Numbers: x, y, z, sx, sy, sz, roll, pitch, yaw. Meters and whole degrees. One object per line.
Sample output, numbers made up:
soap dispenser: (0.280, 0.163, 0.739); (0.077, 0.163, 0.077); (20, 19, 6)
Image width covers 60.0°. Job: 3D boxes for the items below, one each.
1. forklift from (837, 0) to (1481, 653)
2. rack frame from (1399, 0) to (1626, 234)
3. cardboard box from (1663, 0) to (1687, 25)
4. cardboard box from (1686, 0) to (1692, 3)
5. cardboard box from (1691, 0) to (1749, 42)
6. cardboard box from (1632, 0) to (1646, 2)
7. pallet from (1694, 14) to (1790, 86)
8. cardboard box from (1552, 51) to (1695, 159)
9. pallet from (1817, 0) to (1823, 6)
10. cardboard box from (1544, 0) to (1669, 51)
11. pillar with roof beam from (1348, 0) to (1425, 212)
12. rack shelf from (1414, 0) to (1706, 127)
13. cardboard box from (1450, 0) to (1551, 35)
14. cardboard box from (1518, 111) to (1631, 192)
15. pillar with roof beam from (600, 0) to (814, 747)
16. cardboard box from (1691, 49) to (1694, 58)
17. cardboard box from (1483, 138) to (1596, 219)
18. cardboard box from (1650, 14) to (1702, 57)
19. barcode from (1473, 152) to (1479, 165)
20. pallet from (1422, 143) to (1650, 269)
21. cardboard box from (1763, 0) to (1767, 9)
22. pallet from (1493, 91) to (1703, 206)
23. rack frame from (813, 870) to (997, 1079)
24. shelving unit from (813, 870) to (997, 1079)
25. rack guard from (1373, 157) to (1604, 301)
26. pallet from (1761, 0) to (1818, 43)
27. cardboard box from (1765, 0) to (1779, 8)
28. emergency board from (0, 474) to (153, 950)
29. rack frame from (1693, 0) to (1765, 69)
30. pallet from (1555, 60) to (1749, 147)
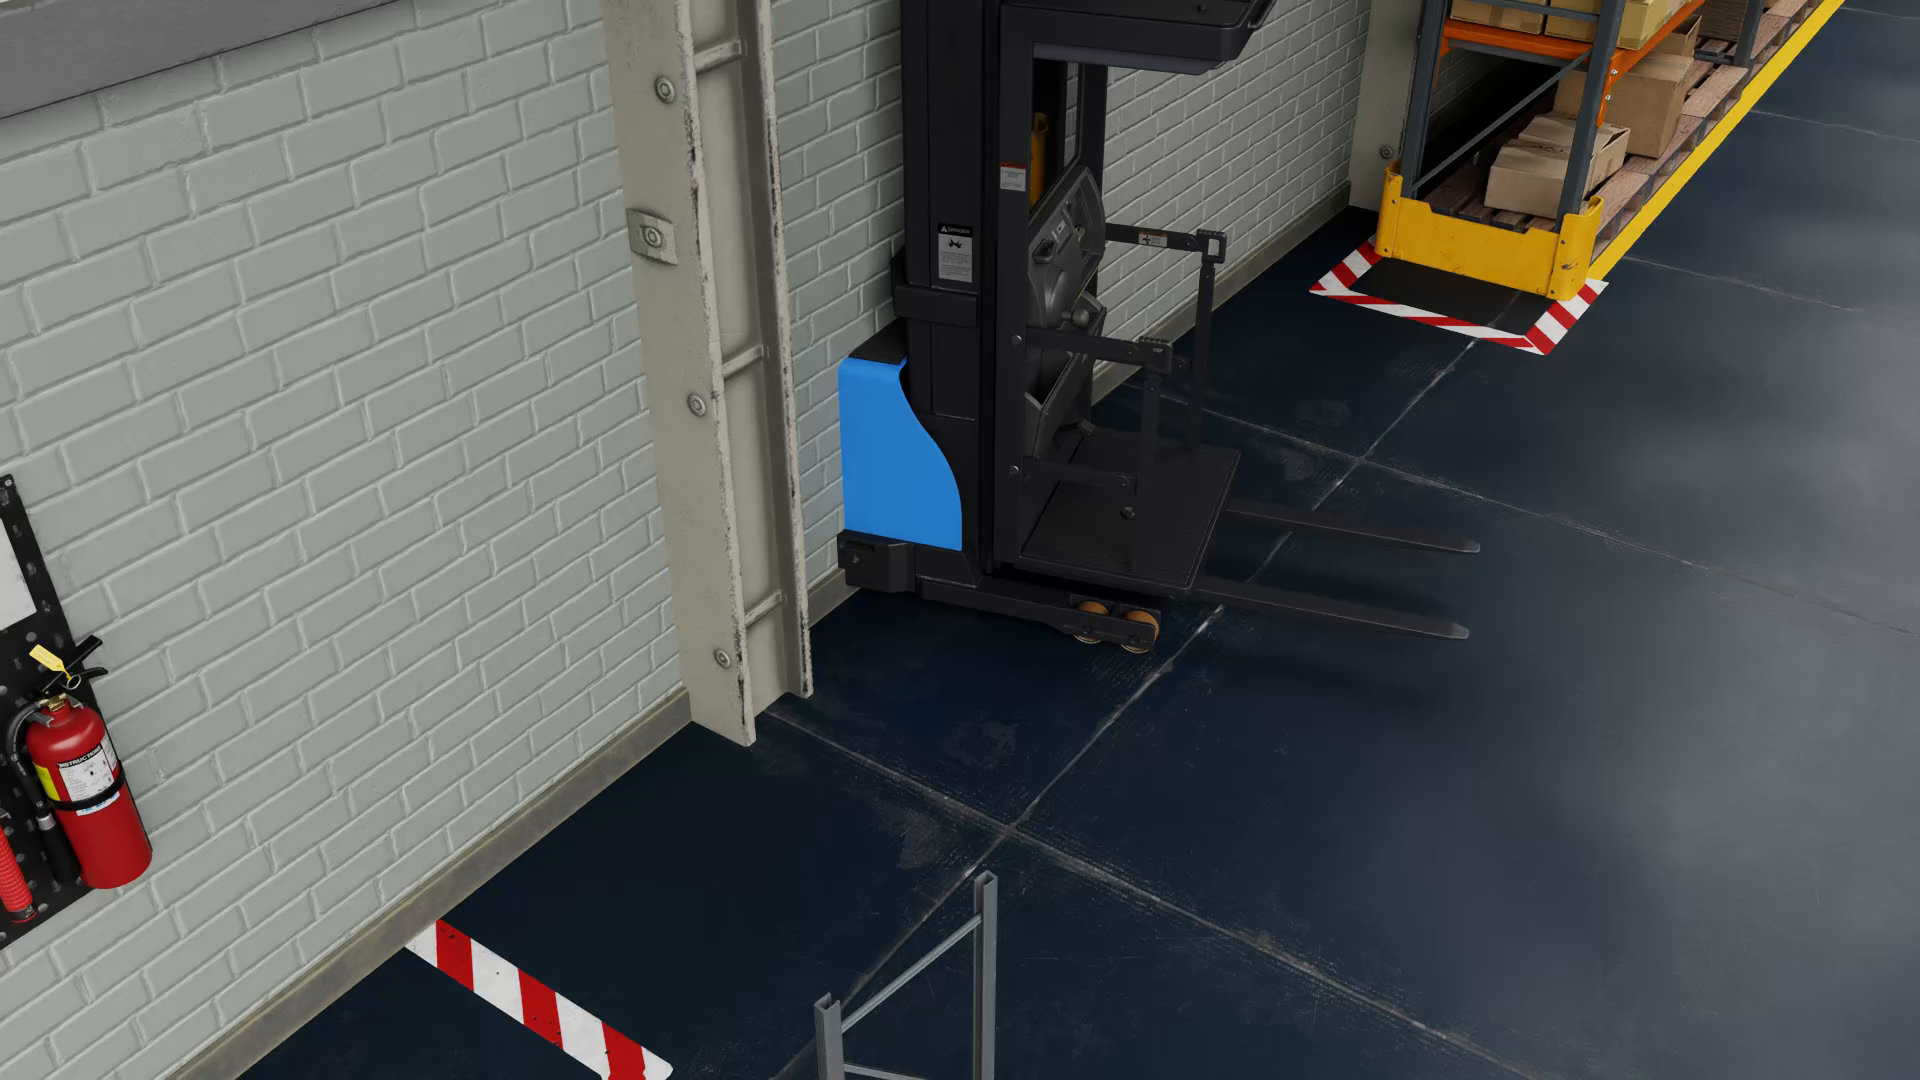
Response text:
forklift: (0.595, -1.102, 6.263); (3.031, 2.935, 1.130); (11, 35, 15)
rack frame: (2.935, -2.782, 8.687); (1.000, 3.000, 0.127); (21, 39, 28)
cardboard box: (3.759, -3.095, 9.265); (0.500, 0.250, 0.500); (20, 39, 27)
cardboard box: (4.054, -3.328, 9.609); (0.500, 0.250, 0.500); (21, 39, 27)
cardboard box: (5.622, -4.114, 12.494); (0.700, 0.500, 0.500); (23, 40, 30)
cardboard box: (3.454, -3.163, 8.696); (0.500, 0.500, 0.500); (21, 39, 28)
pallet: (5.659, -3.827, 12.720); (1.003, 0.211, 1.213); (21, 39, 28)
cardboard box: (4.188, -2.803, 10.555); (0.700, 0.500, 0.500); (19, 38, 25)
pallet: (7.050, -4.950, 14.381); (1.003, 0.211, 1.213); (21, 39, 28)
cardboard box: (3.474, -2.852, 8.905); (0.500, 0.250, 0.500); (20, 39, 27)
pillar with roof beam: (6.160, -4.491, 5.858); (9.100, 9.000, 0.400); (21, 39, 28)
rack shelf: (4.075, -3.405, 10.249); (1.077, 0.370, 4.000); (21, 39, 28)
cardboard box: (3.042, -3.005, 9.133); (0.500, 0.250, 0.500); (22, 40, 29)
cardboard box: (3.729, -2.403, 10.133); (0.500, 0.311, 0.500); (25, 41, 32)
pillar with roof beam: (2.739, -1.730, 1.775); (9.100, 9.000, 0.400); (21, 39, 28)
cardboard box: (4.935, -3.376, 11.701); (0.380, 0.166, 0.250); (16, 37, 22)
cardboard box: (3.404, -2.140, 9.745); (0.500, 0.311, 0.500); (17, 37, 23)
cardboard box: (4.657, -3.279, 11.260); (0.500, 0.500, 0.500); (18, 38, 25)
barcode: (3.085, -2.280, 9.944); (0.001, 0.075, 0.075); (21, 39, 28)
pallet: (3.471, -2.025, 10.056); (1.003, 0.211, 1.213); (21, 39, 28)
cardboard box: (5.875, -4.368, 12.870); (0.700, 0.500, 0.500); (20, 39, 27)
pallet: (4.167, -2.584, 10.882); (1.003, 0.211, 1.213); (21, 39, 28)
rack frame: (-0.103, 1.430, 3.797); (0.032, 1.500, 0.500); (28, 43, 35)
shelving unit: (0.260, 1.622, 3.513); (1.083, 1.500, 0.587); (28, 43, 35)
rack guard: (2.978, -1.782, 9.439); (1.175, 0.500, 0.348); (21, 39, 28)
pallet: (6.354, -4.391, 13.554); (1.003, 0.211, 1.213); (21, 39, 28)
cardboard box: (6.199, -4.590, 13.198); (0.700, 0.500, 0.500); (22, 40, 29)
emergency board: (-2.238, 0.506, 3.825); (0.194, 1.169, 0.643); (21, 39, 28)
rack frame: (5.216, -4.623, 11.409); (1.000, 3.000, 0.127); (21, 39, 28)
pallet: (4.862, -3.148, 11.716); (1.003, 0.211, 1.213); (21, 39, 28)
